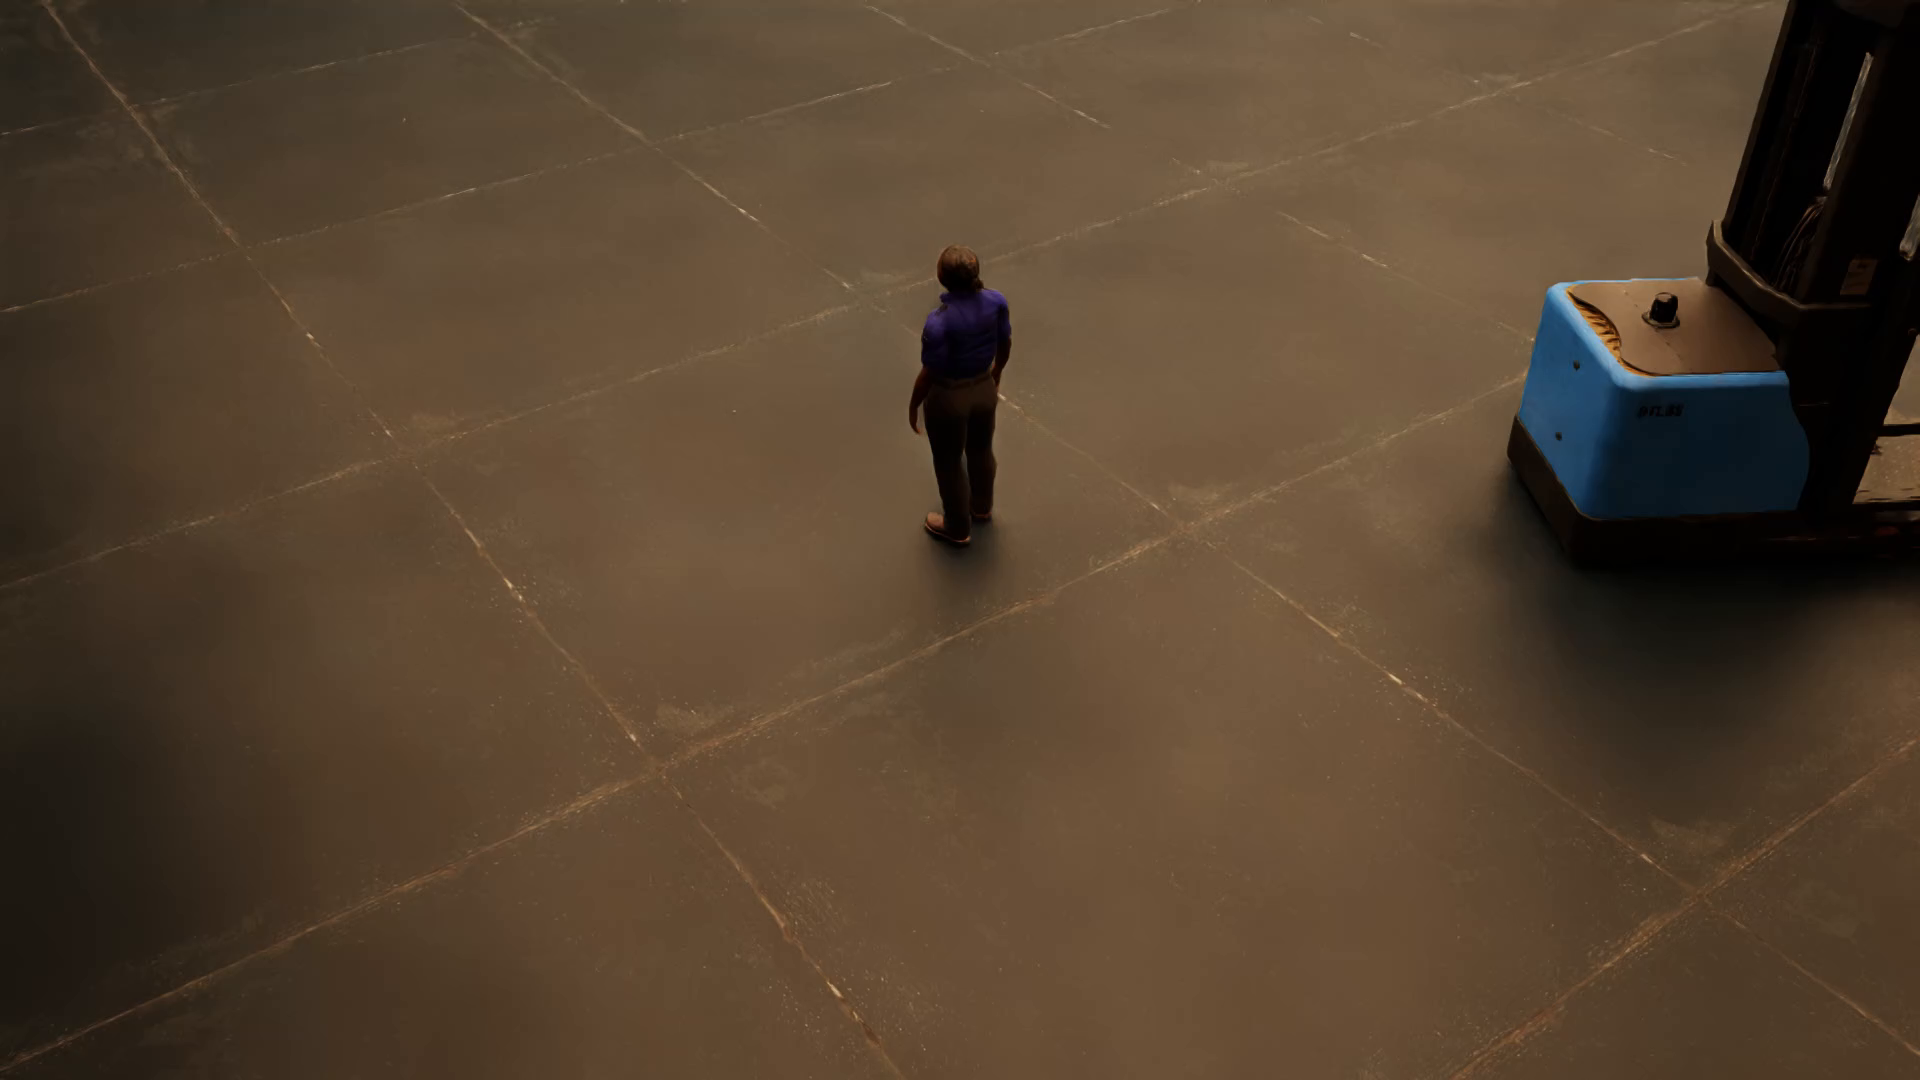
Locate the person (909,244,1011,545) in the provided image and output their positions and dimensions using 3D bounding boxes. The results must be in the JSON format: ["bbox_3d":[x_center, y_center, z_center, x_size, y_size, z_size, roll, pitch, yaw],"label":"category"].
[{"bbox_3d":[-0.035,-0.720,7.981,0.570,1.654,0.503,-23,42,-28],"label":"person"}]

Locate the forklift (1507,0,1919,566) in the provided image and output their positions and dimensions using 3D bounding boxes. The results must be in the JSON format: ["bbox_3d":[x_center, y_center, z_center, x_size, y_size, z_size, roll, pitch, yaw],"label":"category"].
[{"bbox_3d":[4.475,-1.398,7.835,3.031,2.935,1.130,-3,37,-4],"label":"forklift"}]
